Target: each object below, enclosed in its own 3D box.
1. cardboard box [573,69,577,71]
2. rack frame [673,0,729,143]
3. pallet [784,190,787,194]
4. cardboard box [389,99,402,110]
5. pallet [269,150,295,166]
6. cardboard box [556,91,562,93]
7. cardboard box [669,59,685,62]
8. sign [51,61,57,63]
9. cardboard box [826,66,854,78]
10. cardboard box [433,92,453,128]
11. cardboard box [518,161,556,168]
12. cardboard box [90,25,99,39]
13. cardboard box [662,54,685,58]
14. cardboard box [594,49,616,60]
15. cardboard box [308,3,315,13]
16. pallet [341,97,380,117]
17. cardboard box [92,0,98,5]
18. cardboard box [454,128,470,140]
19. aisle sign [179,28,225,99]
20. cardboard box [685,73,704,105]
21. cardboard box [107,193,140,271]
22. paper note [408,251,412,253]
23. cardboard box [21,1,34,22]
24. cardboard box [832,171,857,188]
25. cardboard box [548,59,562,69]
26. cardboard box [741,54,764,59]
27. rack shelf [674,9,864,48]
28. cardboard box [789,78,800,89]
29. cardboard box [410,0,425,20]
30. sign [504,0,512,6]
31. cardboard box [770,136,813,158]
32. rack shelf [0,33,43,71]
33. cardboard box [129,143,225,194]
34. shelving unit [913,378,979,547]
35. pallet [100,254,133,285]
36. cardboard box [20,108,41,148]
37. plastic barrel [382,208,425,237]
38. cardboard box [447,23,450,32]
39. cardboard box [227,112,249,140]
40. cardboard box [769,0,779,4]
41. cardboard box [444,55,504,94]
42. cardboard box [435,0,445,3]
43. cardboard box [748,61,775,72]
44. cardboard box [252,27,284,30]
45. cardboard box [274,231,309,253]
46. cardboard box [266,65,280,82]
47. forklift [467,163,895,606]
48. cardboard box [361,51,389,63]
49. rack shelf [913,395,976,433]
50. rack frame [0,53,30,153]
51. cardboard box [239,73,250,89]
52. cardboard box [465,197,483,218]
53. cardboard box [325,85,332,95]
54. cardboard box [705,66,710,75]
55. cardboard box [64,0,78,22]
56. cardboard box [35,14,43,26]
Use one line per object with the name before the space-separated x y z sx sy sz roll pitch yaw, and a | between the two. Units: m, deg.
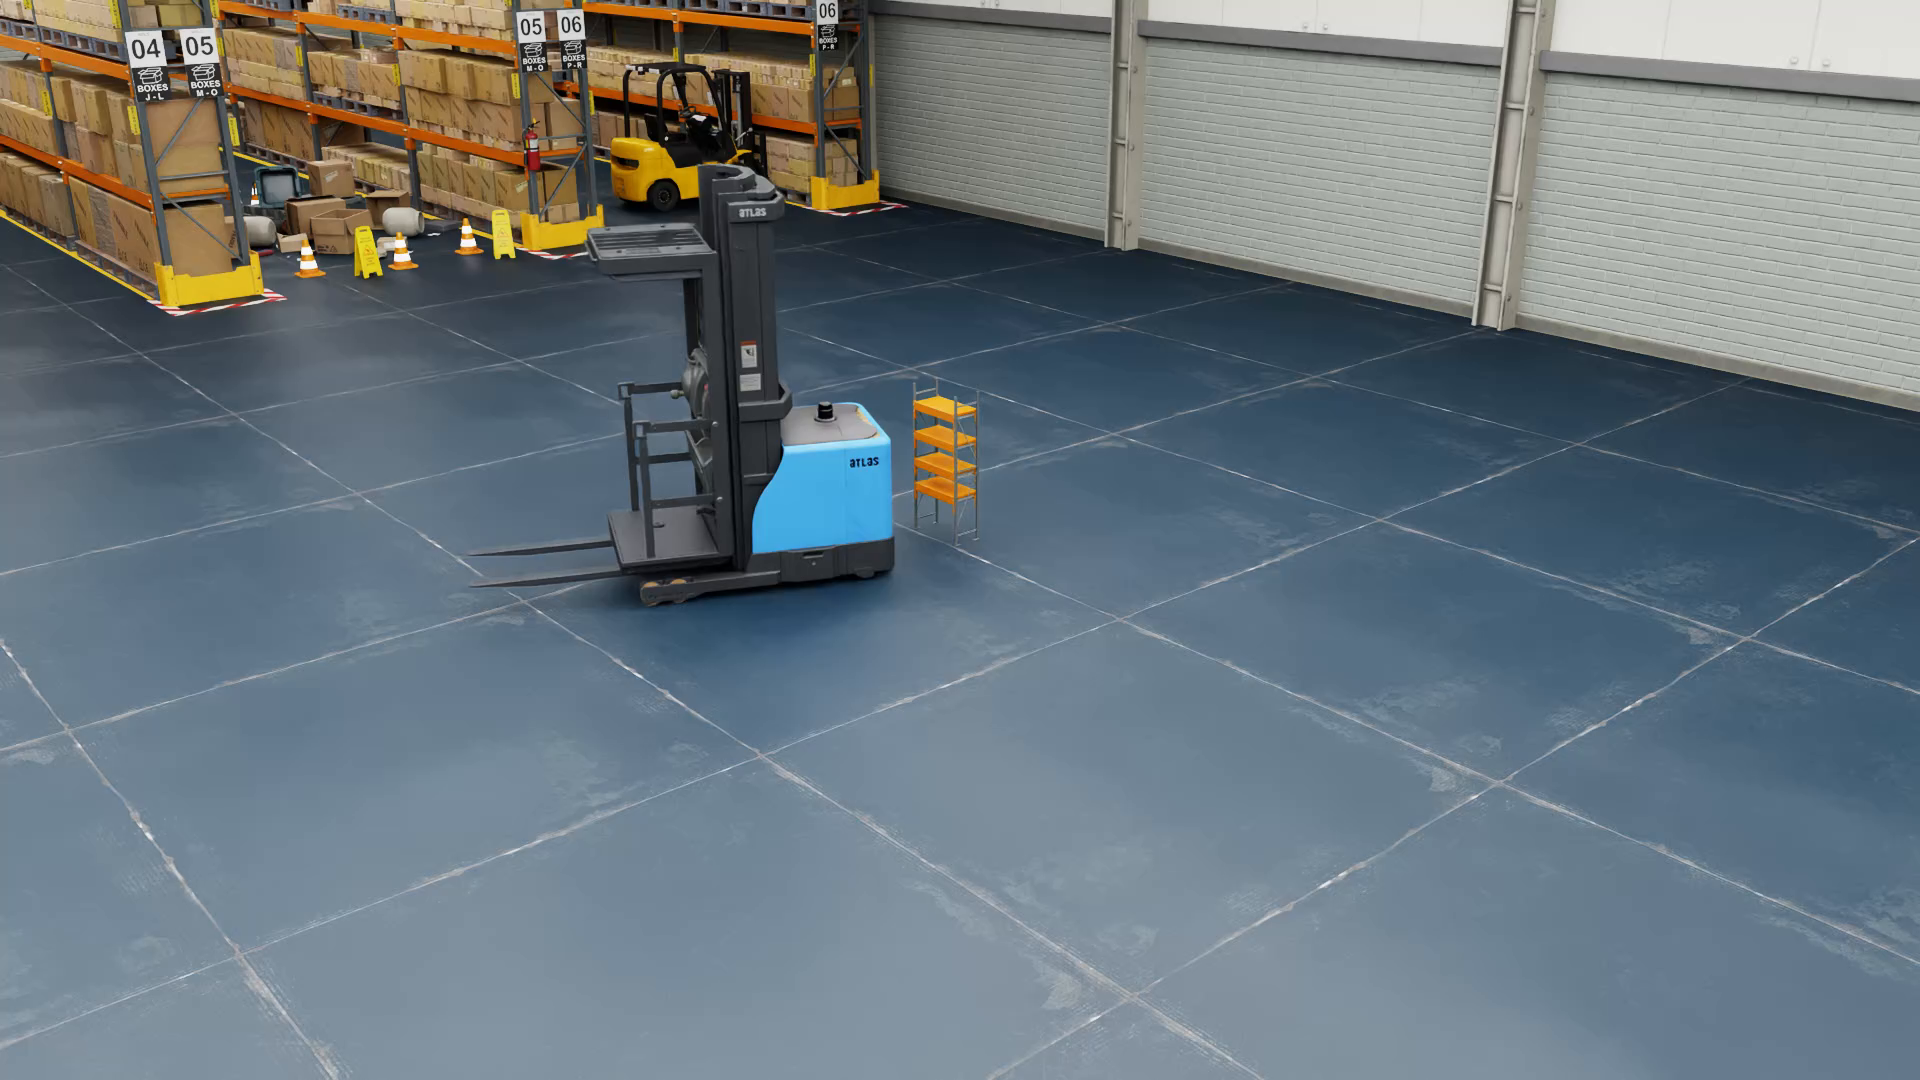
cardboard box | -6.988 -8.987 31.336 0.500 0.250 0.500 -17 27 -37
rack frame | -4.462 -7.905 29.055 1.000 3.000 0.127 -17 27 -37
pallet | -3.174 -6.040 28.116 1.003 0.211 1.213 -17 27 -37
cardboard box | -8.765 -6.878 26.200 0.380 0.149 0.250 -17 27 -37
pallet | -12.081 -7.102 30.828 1.003 0.211 1.213 -17 27 -37
cardboard box | -8.349 -9.069 33.988 0.380 0.149 0.250 -17 27 -37
cardboard box | -4.854 -8.296 29.024 0.380 0.149 0.250 -16 27 -36
sign | -14.097 -7.294 25.906 0.100 0.325 0.005 -17 27 -37
cardboard box | -1.909 -7.431 26.409 0.380 0.149 0.250 -18 28 -38
cardboard box | -7.481 -6.445 24.781 0.500 0.500 0.500 -18 28 -38
cardboard box | -6.287 -5.321 24.622 0.500 0.500 0.500 -19 28 -39
cardboard box | -10.264 -6.155 20.104 0.380 0.149 0.250 -17 27 -37
cardboard box | -5.153 -8.698 30.053 0.380 0.149 0.250 -17 27 -37
cardboard box | -6.546 -8.993 30.806 0.380 0.149 0.250 -17 27 -37
cardboard box | -10.754 -8.980 28.030 0.380 0.149 0.250 -17 27 -37
pallet | -9.508 -7.201 27.520 1.003 0.211 1.213 -17 27 -37
cardboard box | -10.099 -6.457 19.782 0.380 0.149 0.250 -17 27 -37
cardboard box | -7.244 -6.024 24.595 0.380 0.149 0.250 -18 27 -38
aisle sign | -9.020 -5.674 19.792 0.394 0.787 0.004 -17 27 -37
cardboard box | -4.371 -7.767 28.565 0.500 0.500 0.500 -18 28 -39
cardboard box | -10.362 -4.032 21.502 0.875 0.875 0.875 -18 28 -38
paper note | -7.734 -4.023 23.212 0.142 0.019 0.148 12 24 27
cardboard box | -12.487 -7.243 22.742 0.500 0.250 0.500 -17 27 -37
cardboard box | -2.024 -5.898 27.123 0.500 0.250 0.500 -17 27 -37
cardboard box | -7.793 -9.179 32.076 0.380 0.149 0.250 -17 27 -36
cardboard box | -3.499 -8.173 28.303 0.380 0.149 0.250 -18 28 -38
rack shelf | -3.157 -8.415 27.228 1.077 0.370 4.000 -17 27 -37
cardboard box | -2.479 -7.242 26.333 0.380 0.149 0.250 -17 27 -37
cardboard box | -7.797 -7.861 24.626 0.500 0.250 0.500 -18 28 -38
sign | -6.043 -7.300 22.182 0.100 0.325 0.005 -17 27 -37
cardboard box | -2.726 -6.374 26.968 0.500 0.250 0.500 -17 27 -36
rack shelf | -13.210 -7.131 23.950 1.077 0.370 4.000 -17 27 -37
cardboard box | -9.570 -4.573 20.341 0.875 0.550 0.550 -17 27 -37
shelving unit | -0.108 -0.604 12.882 0.258 1.200 0.503 -17 27 -37
pallet | -10.667 -3.652 22.019 1.003 0.211 1.213 -17 27 -37
cardboard box | -13.107 -5.923 23.856 0.500 0.500 0.500 -17 27 -37
plastic barrel | -8.105 -4.628 24.220 0.512 0.421 0.421 0 21 -1
cardboard box | -7.195 -7.431 24.075 0.380 0.149 0.250 -17 27 -37
cardboard box | -13.771 -8.135 32.577 0.875 0.438 0.875 -18 28 -38
cardboard box | -2.788 -8.603 26.195 0.396 0.266 0.258 -17 27 -37
cardboard box | -7.064 -6.786 24.282 0.700 0.500 0.500 -18 27 -38
cardboard box | -7.370 -7.862 24.083 0.380 0.149 0.250 -18 28 -38
cardboard box | -3.251 -7.759 27.246 0.380 0.149 0.250 -17 27 -37
cardboard box | -12.960 -9.382 31.315 0.500 0.500 0.500 -16 27 -36
cardboard box | -9.387 -4.207 23.361 0.396 0.266 0.258 -12 25 -28
cardboard box | -12.027 -8.342 29.689 0.500 0.250 0.500 -18 28 -39
forklift | -2.058 -1.111 11.802 3.031 2.935 1.130 -6 22 -15
cardboard box | -9.349 -7.737 26.614 0.380 0.149 0.250 -19 28 -40
rack shelf | -0.108 -0.970 12.739 0.258 0.148 0.480 -17 27 -37
rack frame | -14.515 -6.622 25.777 1.000 3.000 0.127 -17 27 -37
cardboard box | -13.016 -8.536 30.871 0.500 0.250 0.500 -18 28 -39
cardboard box | -7.019 -4.980 24.781 0.500 0.250 0.500 -19 28 -39
cardboard box | -10.457 -7.600 28.043 0.380 0.149 0.250 -20 29 -41
cardboard box | -4.092 -7.967 28.185 0.380 0.149 0.250 -18 27 -38
cardboard box | -10.806 -6.604 20.704 0.500 0.250 0.500 -17 27 -37
cardboard box | -11.924 -6.857 21.896 0.380 0.149 0.250 -18 28 -38
